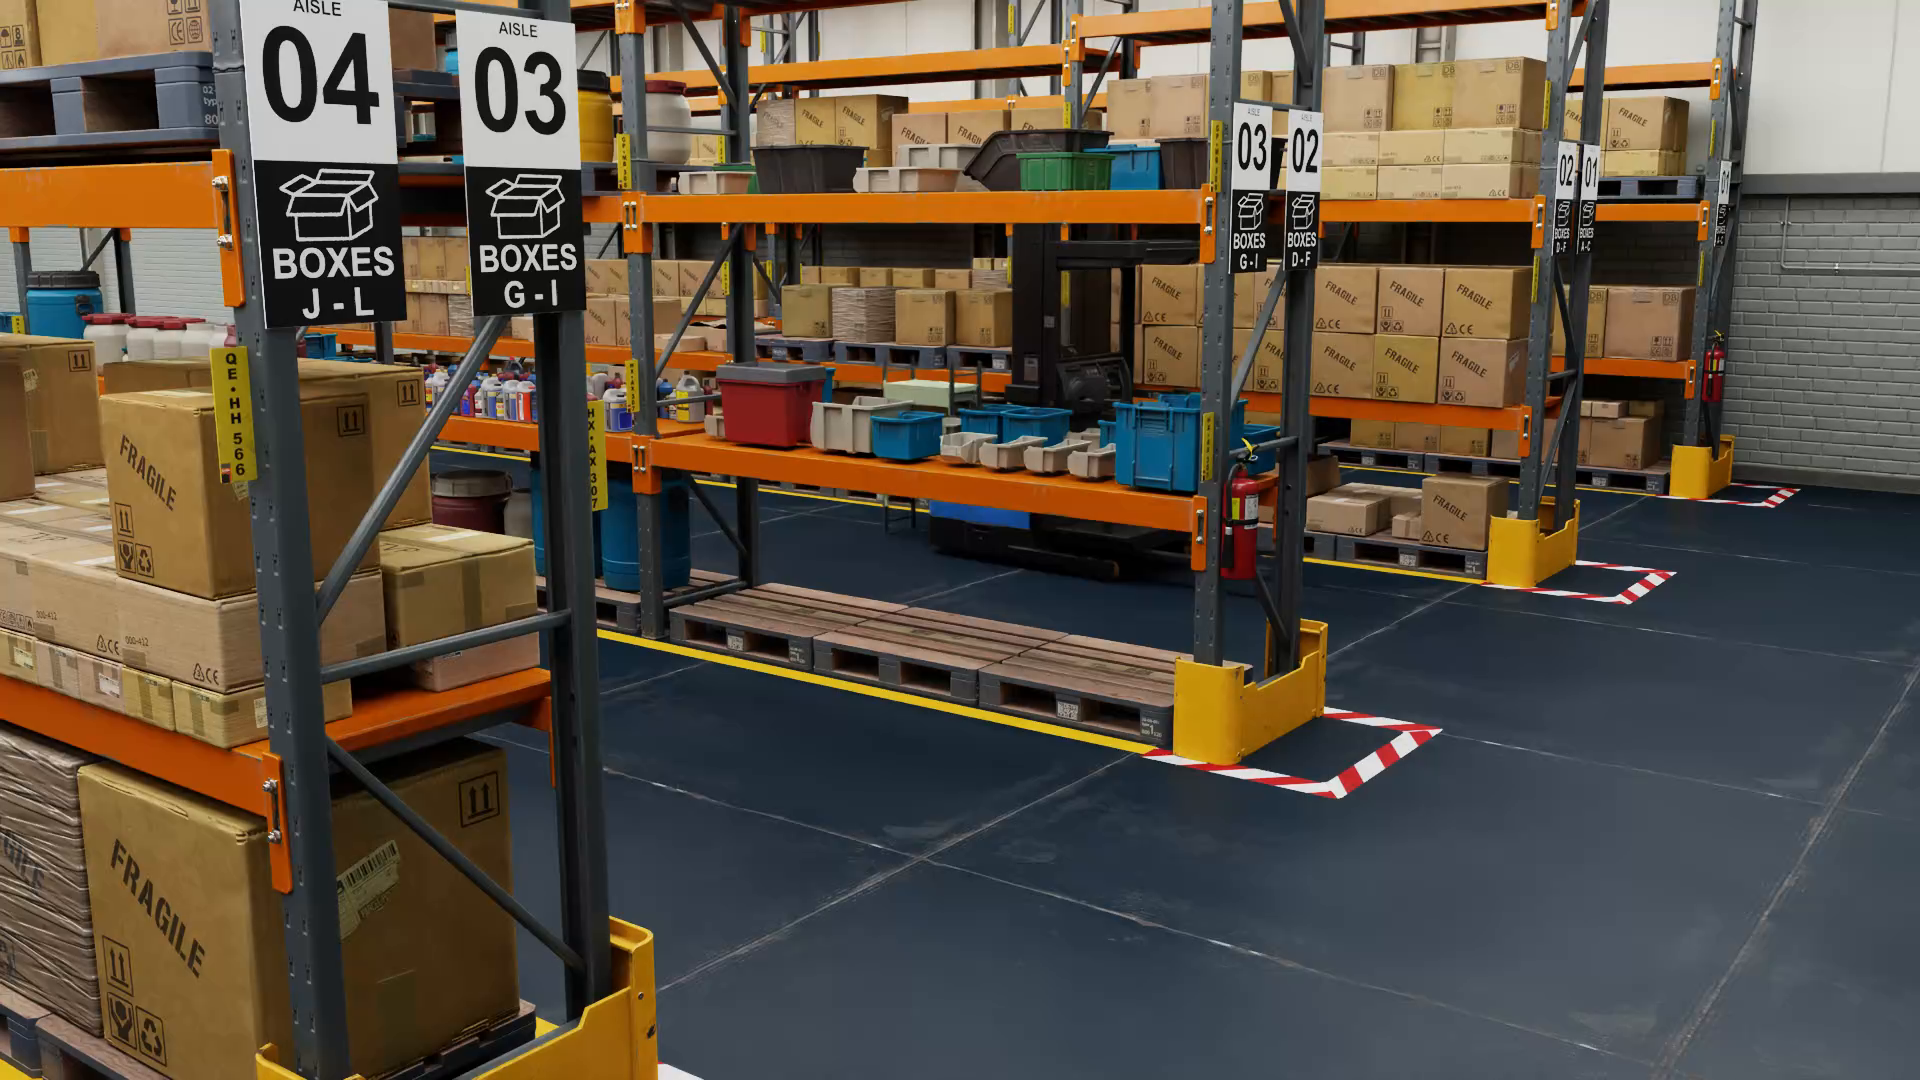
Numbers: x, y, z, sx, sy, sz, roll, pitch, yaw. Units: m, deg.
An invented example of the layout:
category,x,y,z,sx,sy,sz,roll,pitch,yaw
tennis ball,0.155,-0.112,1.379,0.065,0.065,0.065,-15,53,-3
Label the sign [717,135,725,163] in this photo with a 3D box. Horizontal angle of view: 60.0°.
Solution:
category,x,y,z,sx,sy,sz,roll,pitch,yaw
sign,-2.338,-3.796,16.288,0.005,0.325,0.100,8,13,36

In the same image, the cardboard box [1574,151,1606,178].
category,x,y,z,sx,sy,sz,roll,pitch,yaw
cardboard box,6.207,-3.728,16.534,0.500,0.250,0.500,7,13,33

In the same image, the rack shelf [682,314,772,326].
category,x,y,z,sx,sy,sz,roll,pitch,yaw
rack shelf,-3.909,-3.195,24.541,4.000,0.370,1.077,8,13,36

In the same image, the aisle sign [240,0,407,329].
category,x,y,z,sx,sy,sz,roll,pitch,yaw
aisle sign,-1.541,-0.921,4.051,0.004,0.787,0.394,8,13,36

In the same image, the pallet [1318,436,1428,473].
category,x,y,z,sx,sy,sz,roll,pitch,yaw
pallet,4.717,-0.957,18.422,1.213,0.211,1.003,8,13,36

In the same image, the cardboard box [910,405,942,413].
category,x,y,z,sx,sy,sz,roll,pitch,yaw
cardboard box,-0.235,-1.282,16.210,0.500,0.250,0.500,8,13,34

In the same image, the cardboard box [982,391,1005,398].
category,x,y,z,sx,sy,sz,roll,pitch,yaw
cardboard box,0.316,-1.935,21.558,0.500,0.500,0.700,8,14,36

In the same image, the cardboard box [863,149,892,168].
category,x,y,z,sx,sy,sz,roll,pitch,yaw
cardboard box,-0.801,-3.477,15.944,0.500,0.500,0.910,8,13,36

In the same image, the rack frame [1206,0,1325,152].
category,x,y,z,sx,sy,sz,roll,pitch,yaw
rack frame,1.511,-3.403,7.927,0.127,3.000,1.000,8,13,36

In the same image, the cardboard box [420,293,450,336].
category,x,y,z,sx,sy,sz,roll,pitch,yaw
cardboard box,-6.017,-2.721,19.933,0.500,0.500,0.700,8,13,35

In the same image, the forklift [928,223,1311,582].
category,x,y,z,sx,sy,sz,roll,pitch,yaw
forklift,1.203,-1.238,12.714,3.031,2.935,1.130,9,14,38

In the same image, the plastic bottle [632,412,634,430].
category,x,y,z,sx,sy,sz,roll,pitch,yaw
plastic bottle,-2.164,-0.826,10.923,0.097,0.201,0.097,0,11,0

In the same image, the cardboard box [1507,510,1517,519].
category,x,y,z,sx,sy,sz,roll,pitch,yaw
cardboard box,4.312,-0.131,13.159,0.250,0.149,0.380,8,13,36

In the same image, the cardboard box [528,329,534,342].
category,x,y,z,sx,sy,sz,roll,pitch,yaw
cardboard box,-4.633,-2.310,18.735,0.250,0.149,0.380,8,13,36

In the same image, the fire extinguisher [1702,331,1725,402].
category,x,y,z,sx,sy,sz,roll,pitch,yaw
fire extinguisher,7.223,-1.665,15.927,0.183,0.674,0.296,8,13,36

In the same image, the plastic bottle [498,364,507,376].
category,x,y,z,sx,sy,sz,roll,pitch,yaw
plastic bottle,-3.438,-1.191,12.595,0.133,0.283,0.061,8,13,36

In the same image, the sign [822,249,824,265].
category,x,y,z,sx,sy,sz,roll,pitch,yaw
sign,-1.972,-3.977,23.642,0.005,0.325,0.100,8,13,36

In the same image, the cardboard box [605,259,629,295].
category,x,y,z,sx,sy,sz,roll,pitch,yaw
cardboard box,-4.922,-3.921,24.765,0.500,0.500,0.500,8,14,36

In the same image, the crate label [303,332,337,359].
category,x,y,z,sx,sy,sz,roll,pitch,yaw
crate label,-5.578,-1.527,13.934,0.616,0.435,0.502,8,13,36

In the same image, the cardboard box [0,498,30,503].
category,x,y,z,sx,sy,sz,roll,pitch,yaw
cardboard box,-3.603,-0.014,5.818,0.500,0.250,0.500,8,14,37

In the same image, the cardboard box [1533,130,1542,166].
category,x,y,z,sx,sy,sz,roll,pitch,yaw
cardboard box,4.186,-2.957,12.601,0.500,0.250,0.500,8,13,36

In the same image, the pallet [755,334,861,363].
category,x,y,z,sx,sy,sz,roll,pitch,yaw
pallet,-1.415,-1.955,16.743,1.003,0.211,1.213,8,13,36

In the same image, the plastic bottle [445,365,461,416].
category,x,y,z,sx,sy,sz,roll,pitch,yaw
plastic bottle,-3.536,-1.060,11.741,0.185,0.351,0.144,8,13,36

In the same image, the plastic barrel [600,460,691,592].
category,x,y,z,sx,sy,sz,roll,pitch,yaw
plastic barrel,-2.142,-0.147,11.310,0.708,0.901,0.600,8,13,36

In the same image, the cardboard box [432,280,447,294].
category,x,y,z,sx,sy,sz,roll,pitch,yaw
cardboard box,-5.983,-2.987,19.601,0.250,0.149,0.380,7,13,34

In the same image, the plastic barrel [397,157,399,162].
category,x,y,z,sx,sy,sz,roll,pitch,yaw
plastic barrel,-4.219,-2.805,12.038,0.294,0.245,0.294,0,11,0

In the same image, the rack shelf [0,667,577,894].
category,x,y,z,sx,sy,sz,roll,pitch,yaw
rack shelf,-3.033,0.429,5.808,4.000,0.370,1.077,8,13,36

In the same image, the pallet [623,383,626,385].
category,x,y,z,sx,sy,sz,roll,pitch,yaw
pallet,-4.826,-2.299,25.355,1.213,0.211,1.003,8,13,36

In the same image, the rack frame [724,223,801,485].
category,x,y,z,sx,sy,sz,roll,pitch,yaw
rack frame,-2.002,-2.115,17.063,0.127,3.000,1.000,8,13,36

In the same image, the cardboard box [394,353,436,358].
category,x,y,z,sx,sy,sz,roll,pitch,yaw
cardboard box,-7.027,-2.114,21.217,0.500,0.500,0.500,8,13,36

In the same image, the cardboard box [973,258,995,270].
category,x,y,z,sx,sy,sz,roll,pitch,yaw
cardboard box,0.363,-3.525,21.225,0.250,0.149,0.380,5,12,26

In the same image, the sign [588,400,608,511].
category,x,y,z,sx,sy,sz,roll,pitch,yaw
sign,-1.088,-0.247,4.923,0.005,0.325,0.100,8,13,36

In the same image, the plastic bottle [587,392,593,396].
category,x,y,z,sx,sy,sz,roll,pitch,yaw
plastic bottle,-2.517,-0.882,11.019,0.135,0.276,0.152,8,13,36

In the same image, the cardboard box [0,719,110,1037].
category,x,y,z,sx,sy,sz,roll,pitch,yaw
cardboard box,-2.718,0.976,5.577,0.875,0.875,0.875,8,13,36

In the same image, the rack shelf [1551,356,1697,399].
category,x,y,z,sx,sy,sz,roll,pitch,yaw
rack shelf,5.763,-1.846,17.567,4.000,0.370,1.077,8,13,36

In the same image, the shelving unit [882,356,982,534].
category,x,y,z,sx,sy,sz,roll,pitch,yaw
shelving unit,-0.237,-0.775,14.087,0.755,1.500,0.431,9,14,38

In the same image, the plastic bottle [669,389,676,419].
category,x,y,z,sx,sy,sz,roll,pitch,yaw
plastic bottle,-1.968,-0.941,11.521,0.097,0.201,0.097,0,11,0

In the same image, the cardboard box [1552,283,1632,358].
category,x,y,z,sx,sy,sz,roll,pitch,yaw
cardboard box,6.365,-2.257,17.011,0.700,0.700,0.980,8,13,35

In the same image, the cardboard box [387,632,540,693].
category,x,y,z,sx,sy,sz,roll,pitch,yaw
cardboard box,-1.512,0.334,5.069,0.250,0.149,0.380,8,14,36

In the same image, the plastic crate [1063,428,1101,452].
category,x,y,z,sx,sy,sz,roll,pitch,yaw
plastic crate,0.750,-0.561,9.566,0.298,0.136,0.250,8,13,36

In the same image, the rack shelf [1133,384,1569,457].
category,x,y,z,sx,sy,sz,roll,pitch,yaw
rack shelf,2.834,-1.087,13.645,4.000,0.370,1.077,8,13,36

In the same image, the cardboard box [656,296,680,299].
category,x,y,z,sx,sy,sz,roll,pitch,yaw
cardboard box,-4.076,-3.434,24.225,0.500,0.250,0.500,8,14,36

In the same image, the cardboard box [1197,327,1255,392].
category,x,y,z,sx,sy,sz,roll,pitch,yaw
cardboard box,2.288,-1.501,13.630,0.500,0.500,0.500,8,13,35

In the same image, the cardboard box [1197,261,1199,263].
category,x,y,z,sx,sy,sz,roll,pitch,yaw
cardboard box,2.197,-2.131,14.250,0.500,0.500,0.500,8,13,34

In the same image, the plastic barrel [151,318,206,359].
category,x,y,z,sx,sy,sz,roll,pitch,yaw
plastic barrel,-6.580,-1.601,14.050,0.433,0.535,0.433,0,11,0

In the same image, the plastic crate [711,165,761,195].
category,x,y,z,sx,sy,sz,roll,pitch,yaw
plastic crate,-1.193,-2.274,10.550,0.662,0.188,0.450,8,13,36

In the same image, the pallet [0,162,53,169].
category,x,y,z,sx,sy,sz,roll,pitch,yaw
pallet,-3.992,-1.484,6.142,1.213,0.211,1.003,8,13,36

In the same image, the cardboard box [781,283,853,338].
category,x,y,z,sx,sy,sz,roll,pitch,yaw
cardboard box,-1.428,-2.316,16.737,0.500,0.500,0.700,3,11,17

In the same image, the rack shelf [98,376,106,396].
category,x,y,z,sx,sy,sz,roll,pitch,yaw
rack shelf,-6.549,-1.228,14.377,4.000,0.370,1.077,8,13,36

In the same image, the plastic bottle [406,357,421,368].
category,x,y,z,sx,sy,sz,roll,pitch,yaw
plastic bottle,-4.359,-1.319,13.260,0.133,0.283,0.061,8,13,36

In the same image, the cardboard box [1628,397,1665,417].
category,x,y,z,sx,sy,sz,roll,pitch,yaw
cardboard box,6.970,-1.351,16.886,0.250,0.149,0.380,8,14,36

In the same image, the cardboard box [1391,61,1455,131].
category,x,y,z,sx,sy,sz,roll,pitch,yaw
cardboard box,3.669,-3.352,12.668,0.500,0.500,0.700,8,13,36

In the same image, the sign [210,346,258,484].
category,x,y,z,sx,sy,sz,roll,pitch,yaw
sign,-1.753,-0.302,4.024,0.005,0.325,0.100,8,13,36

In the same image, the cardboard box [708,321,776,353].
category,x,y,z,sx,sy,sz,roll,pitch,yaw
cardboard box,-2.270,-2.119,17.318,0.500,0.311,0.500,9,14,39

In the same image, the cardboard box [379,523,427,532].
category,x,y,z,sx,sy,sz,roll,pitch,yaw
cardboard box,-2.071,0.076,5.353,0.500,0.250,0.500,8,13,35

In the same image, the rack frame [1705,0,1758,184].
category,x,y,z,sx,sy,sz,roll,pitch,yaw
rack frame,7.375,-4.919,15.767,0.127,3.000,1.000,8,13,36
